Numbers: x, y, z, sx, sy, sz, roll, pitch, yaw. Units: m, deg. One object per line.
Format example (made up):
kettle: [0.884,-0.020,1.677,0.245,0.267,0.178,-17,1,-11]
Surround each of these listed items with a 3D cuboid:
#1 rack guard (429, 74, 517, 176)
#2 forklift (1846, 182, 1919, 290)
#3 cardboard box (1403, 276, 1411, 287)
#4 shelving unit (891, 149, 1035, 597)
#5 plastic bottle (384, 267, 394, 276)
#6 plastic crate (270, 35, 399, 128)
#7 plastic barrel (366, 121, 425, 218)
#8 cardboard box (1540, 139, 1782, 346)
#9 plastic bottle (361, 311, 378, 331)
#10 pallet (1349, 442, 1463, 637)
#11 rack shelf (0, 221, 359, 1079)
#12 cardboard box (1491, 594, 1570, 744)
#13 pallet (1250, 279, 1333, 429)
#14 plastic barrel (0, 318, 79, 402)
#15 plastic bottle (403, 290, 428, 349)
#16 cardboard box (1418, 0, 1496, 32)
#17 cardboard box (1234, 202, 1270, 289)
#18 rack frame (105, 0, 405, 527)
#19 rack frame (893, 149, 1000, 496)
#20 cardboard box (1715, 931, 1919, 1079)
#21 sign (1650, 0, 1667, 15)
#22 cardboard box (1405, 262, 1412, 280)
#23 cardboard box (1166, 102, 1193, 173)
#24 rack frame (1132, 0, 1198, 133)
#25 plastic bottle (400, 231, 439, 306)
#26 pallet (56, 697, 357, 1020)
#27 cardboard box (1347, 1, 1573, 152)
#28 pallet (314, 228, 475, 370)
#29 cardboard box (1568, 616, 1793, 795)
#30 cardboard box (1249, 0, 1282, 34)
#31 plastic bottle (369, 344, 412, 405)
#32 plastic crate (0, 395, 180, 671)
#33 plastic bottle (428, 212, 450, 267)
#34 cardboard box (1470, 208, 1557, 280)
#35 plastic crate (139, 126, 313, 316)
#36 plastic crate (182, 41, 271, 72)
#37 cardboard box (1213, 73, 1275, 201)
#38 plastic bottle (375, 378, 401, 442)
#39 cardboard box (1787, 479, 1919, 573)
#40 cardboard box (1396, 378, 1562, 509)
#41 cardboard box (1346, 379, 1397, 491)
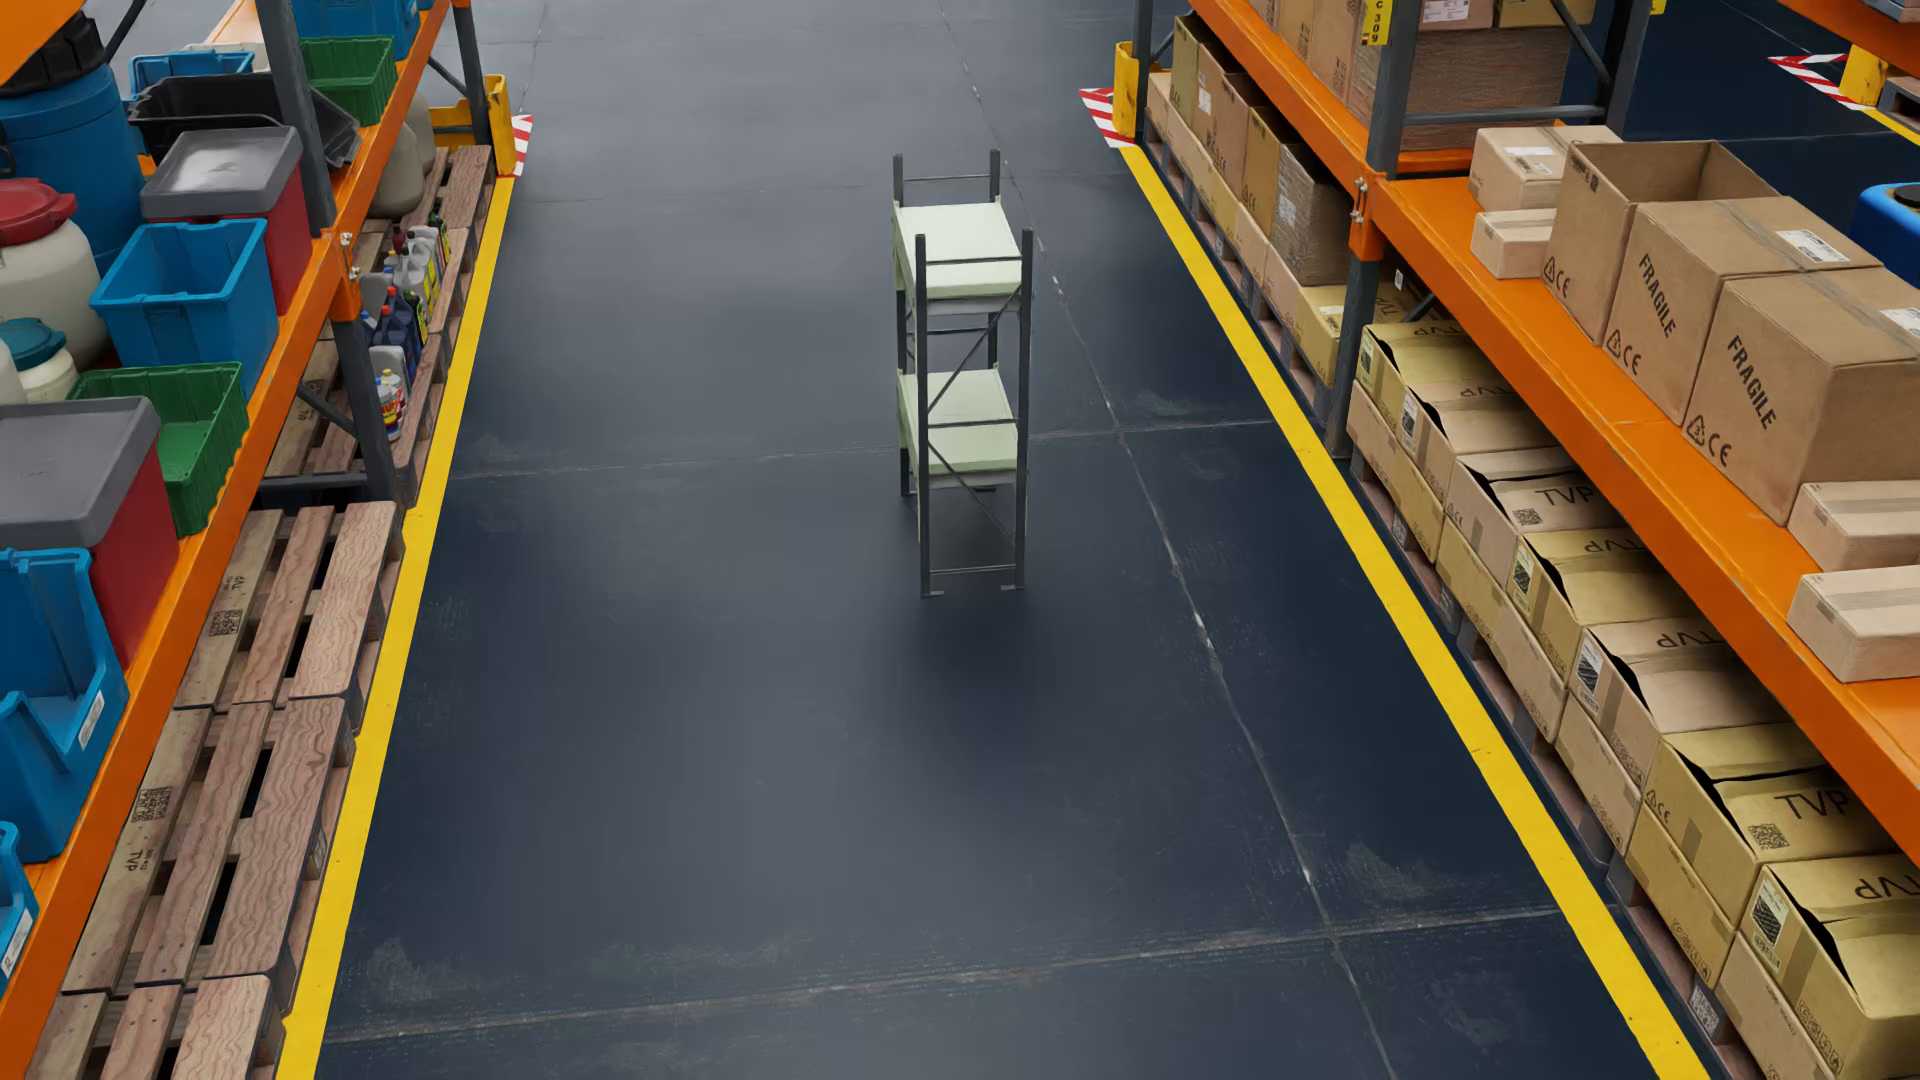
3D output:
rack guard: [-3.277,-2.445,9.894,1.175,0.500,0.348,-4,35,-6]
forklift: [5.364,-1.695,6.635,3.031,2.935,1.130,-5,35,-8]
cardboard box: [2.288,-1.256,7.998,0.500,0.250,0.500,-4,35,-6]
shelving unit: [-0.001,-0.623,6.333,0.431,1.500,0.755,-4,35,-6]
plastic bottle: [-2.715,-1.205,7.948,0.097,0.201,0.097,0,34,0]
plastic crate: [-2.699,-1.976,7.174,0.450,0.188,0.662,-4,35,-6]
plastic barrel: [-3.103,-2.021,8.888,0.421,0.512,0.421,0,34,0]
cardboard box: [2.271,-0.975,5.429,0.500,0.500,0.500,-2,34,-3]
plastic bottle: [-2.633,-0.893,7.428,0.097,0.271,0.097,0,34,0]
pallet: [2.250,-0.097,6.705,1.003,0.211,1.213,-4,35,-6]
rack shelf: [-2.527,0.129,4.536,1.077,0.370,4.000,-4,35,-6]
cardboard box: [2.129,0.407,5.558,0.500,0.250,0.500,-4,34,-5]
pallet: [2.047,-0.952,7.960,1.003,0.211,1.213,-4,35,-6]
plastic barrel: [-2.770,-0.477,4.910,0.301,0.262,0.301,0,34,0]
plastic bottle: [-2.500,-1.026,7.614,0.061,0.283,0.133,-3,34,-4]
cardboard box: [1.864,-2.103,6.507,0.380,0.149,0.250,-4,35,-6]
cardboard box: [1.694,-1.495,8.349,0.500,0.250,0.500,-4,35,-6]
rack frame: [-2.796,-1.285,5.971,1.000,3.000,0.127,-4,35,-6]
rack frame: [-0.050,-0.828,6.633,0.400,1.500,0.023,-4,35,-6]
cardboard box: [2.338,1.262,4.303,0.500,0.250,0.500,-4,34,-5]
sign: [2.649,-2.150,6.283,0.100,0.325,0.005,-4,35,-6]
cardboard box: [2.285,-1.566,7.787,0.500,0.500,0.500,-4,35,-6]
cardboard box: [1.497,-2.332,9.577,0.500,0.250,0.500,-4,35,-6]
rack frame: [1.575,-3.890,9.794,1.000,3.000,0.127,-4,35,-6]
plastic bottle: [-2.601,-1.300,7.956,0.144,0.351,0.185,-3,34,-4]
pallet: [-2.485,0.985,5.117,1.003,0.211,1.213,-4,35,-6]
cardboard box: [2.047,-1.946,6.853,0.700,0.500,0.500,-5,35,-8]
pallet: [-3.013,-1.193,8.312,1.003,0.211,1.213,-4,35,-6]
cardboard box: [2.195,0.460,4.982,0.500,0.311,0.500,-5,35,-7]
cardboard box: [1.836,-2.806,8.115,0.700,0.500,0.500,-3,34,-5]
plastic bottle: [-2.475,-0.730,7.186,0.152,0.276,0.135,-3,34,-5]
plastic crate: [-2.172,-0.004,4.035,0.402,0.464,0.583,-4,35,-6]
plastic bottle: [-2.619,-1.521,8.339,0.061,0.283,0.133,-4,34,-5]
cardboard box: [2.029,-1.044,5.841,0.380,0.149,0.250,-4,35,-6]
plastic crate: [-2.428,-1.064,5.591,0.402,0.464,0.583,-4,35,-6]
plastic crate: [-3.266,-2.063,7.347,0.530,0.136,0.437,-4,35,-6]
cardboard box: [1.625,-2.084,8.547,0.500,0.500,0.500,-4,35,-6]
plastic bottle: [-2.405,-0.550,6.925,0.097,0.271,0.097,0,34,0]
cardboard box: [2.423,-0.029,4.352,0.380,0.149,0.250,-2,34,-3]
cardboard box: [1.983,-0.397,6.240,0.500,0.311,0.500,-5,35,-7]
cardboard box: [1.921,-0.451,6.817,0.500,0.250,0.500,-5,35,-8]
